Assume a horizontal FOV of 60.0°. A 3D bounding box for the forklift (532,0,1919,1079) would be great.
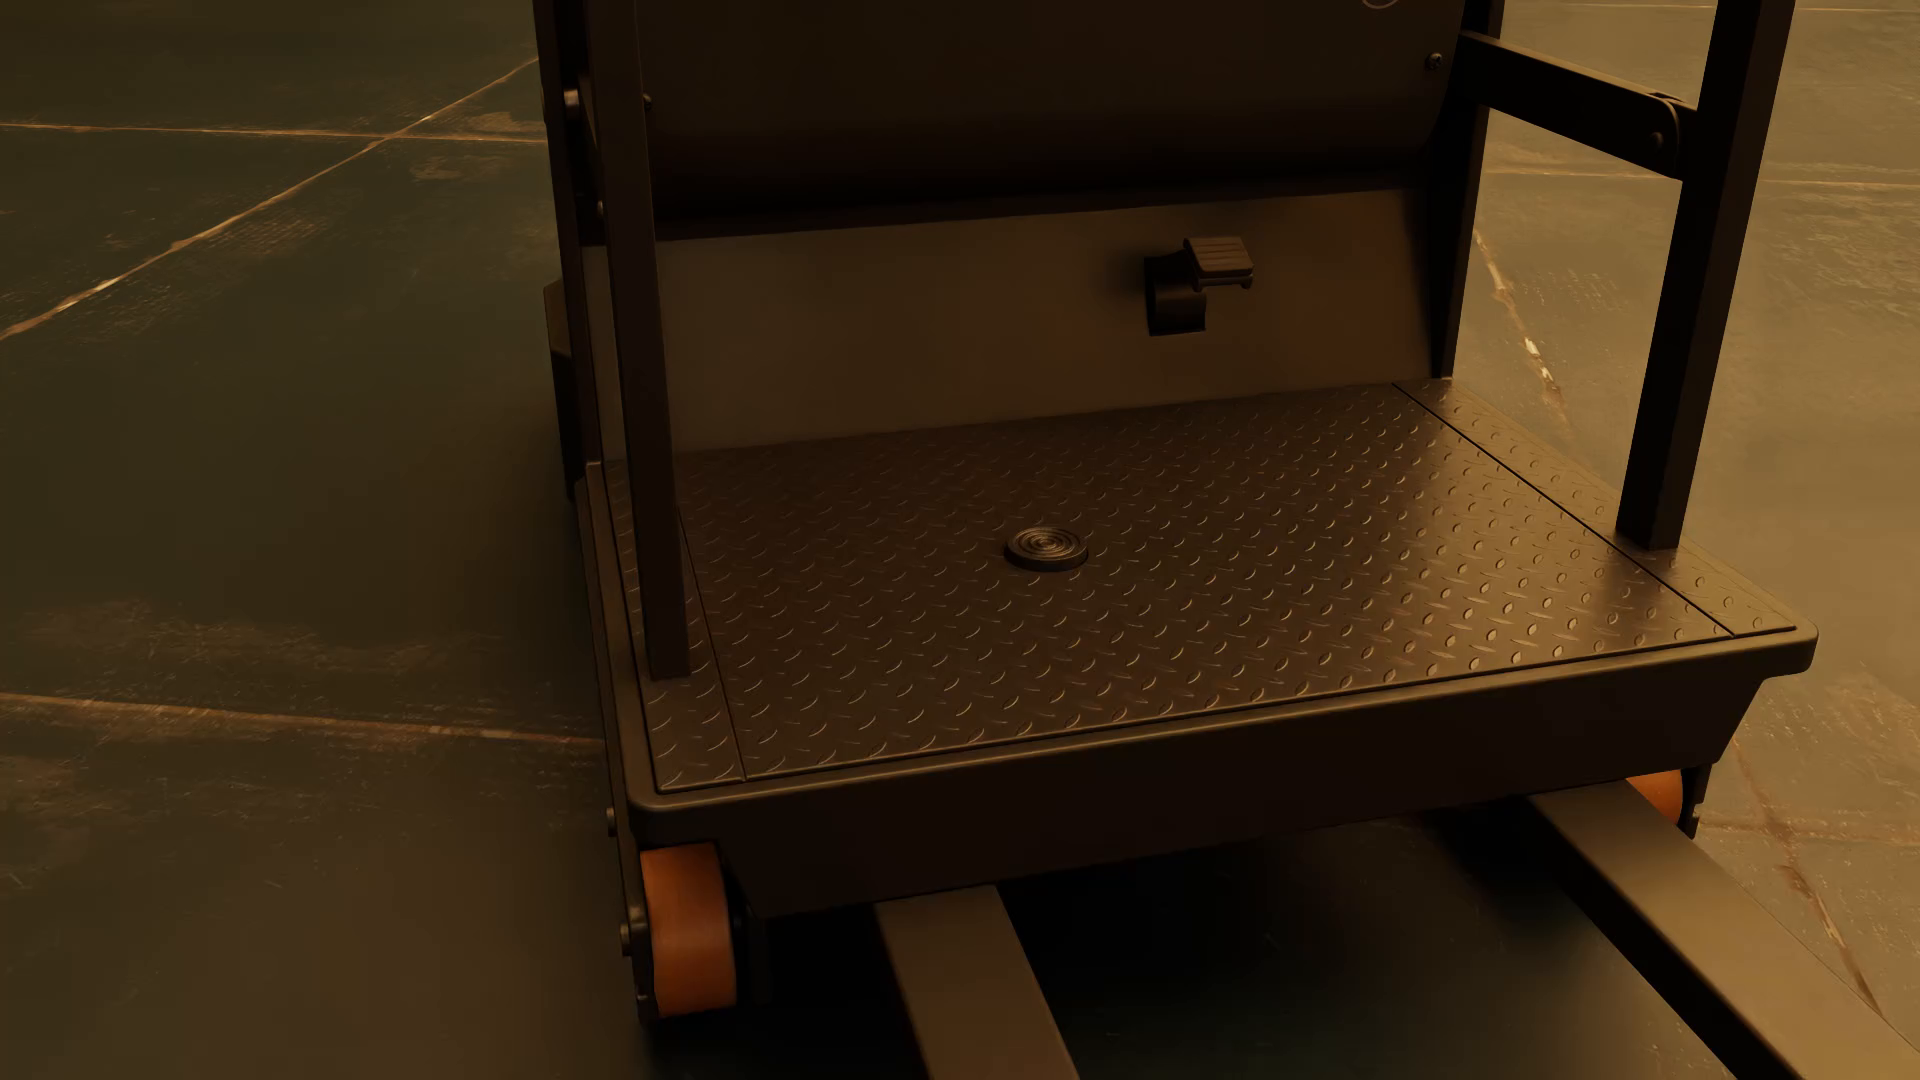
[{"bbox_3d":[0.153,-1.049,1.319,1.130,2.935,3.031,-7,27,-13],"label":"forklift"}]
